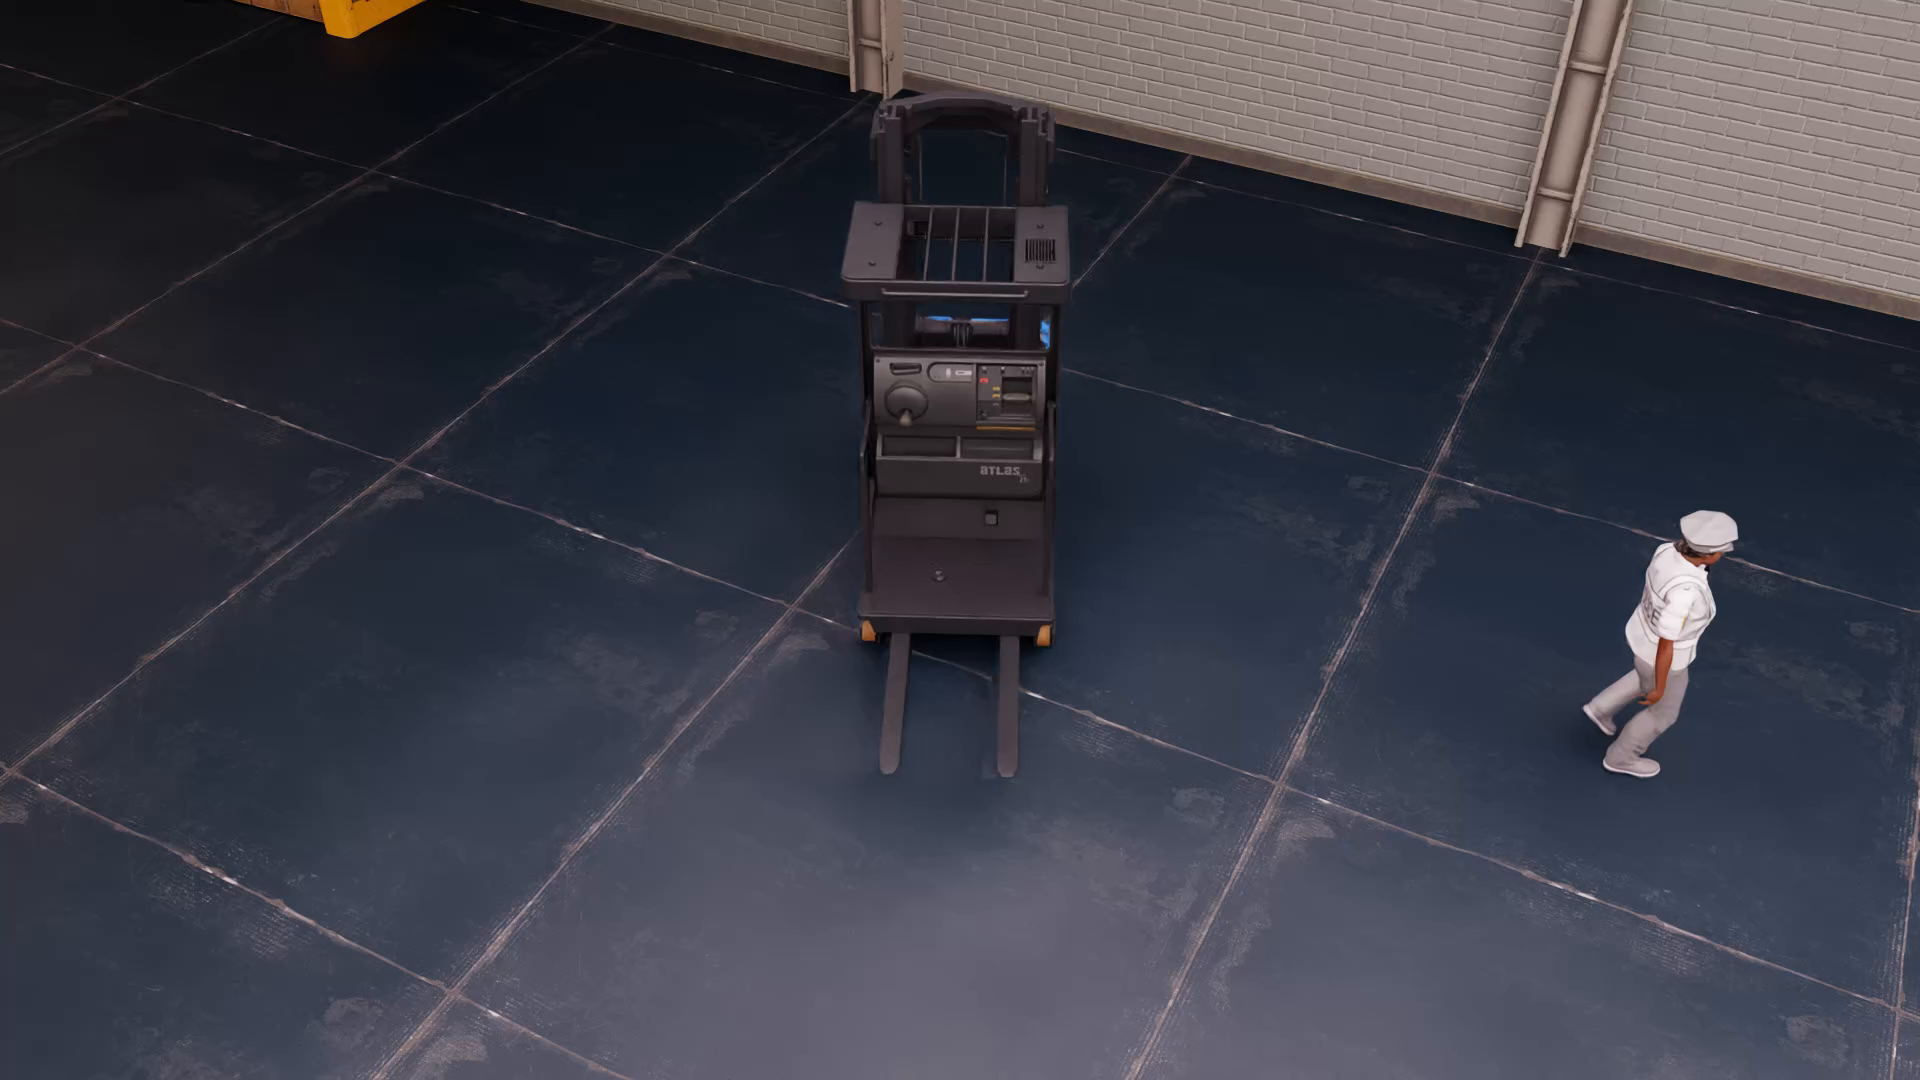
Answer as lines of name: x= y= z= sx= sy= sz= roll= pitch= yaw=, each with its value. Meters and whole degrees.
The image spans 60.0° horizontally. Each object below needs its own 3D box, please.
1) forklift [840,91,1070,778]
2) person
forklift: x=-0.008 y=-0.724 z=8.846 sx=1.130 sy=2.935 sz=3.031 roll=1 pitch=40 yaw=2
person: x=3.541 y=0.536 z=8.351 sx=0.446 sy=1.648 sz=0.629 roll=2 pitch=40 yaw=2
